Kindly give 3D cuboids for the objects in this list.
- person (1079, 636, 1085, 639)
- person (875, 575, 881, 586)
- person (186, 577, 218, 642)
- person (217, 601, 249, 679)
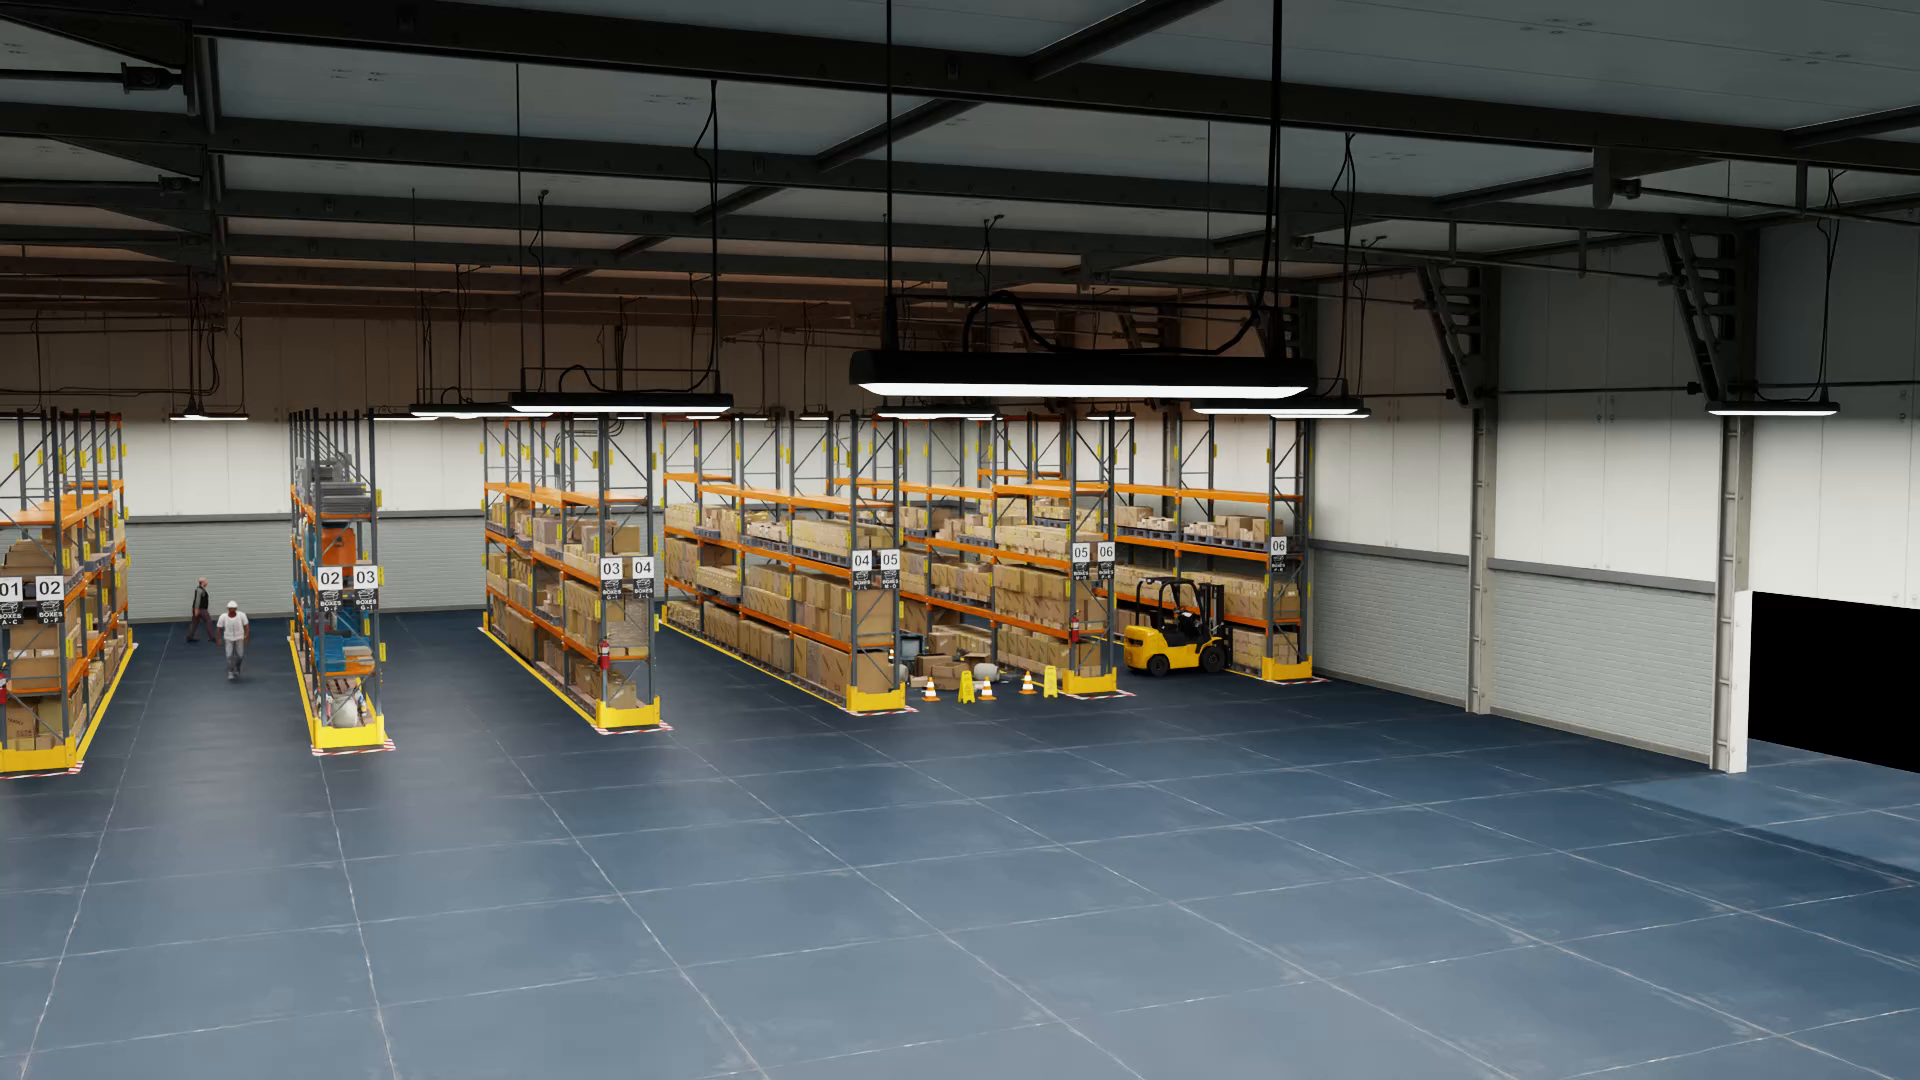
[{"bbox_3d":[2.773,2.113,39.732,0.510,1.618,0.724,-2,4,-26],"label":"person"},{"bbox_3d":[-2.109,1.745,42.003,0.595,1.735,0.474,-2,5,-28],"label":"person"},{"bbox_3d":[-19.836,1.827,43.488,0.515,1.703,0.851,4,6,44],"label":"person"},{"bbox_3d":[-16.395,2.233,37.505,0.672,1.746,0.619,-2,4,-25],"label":"person"}]
